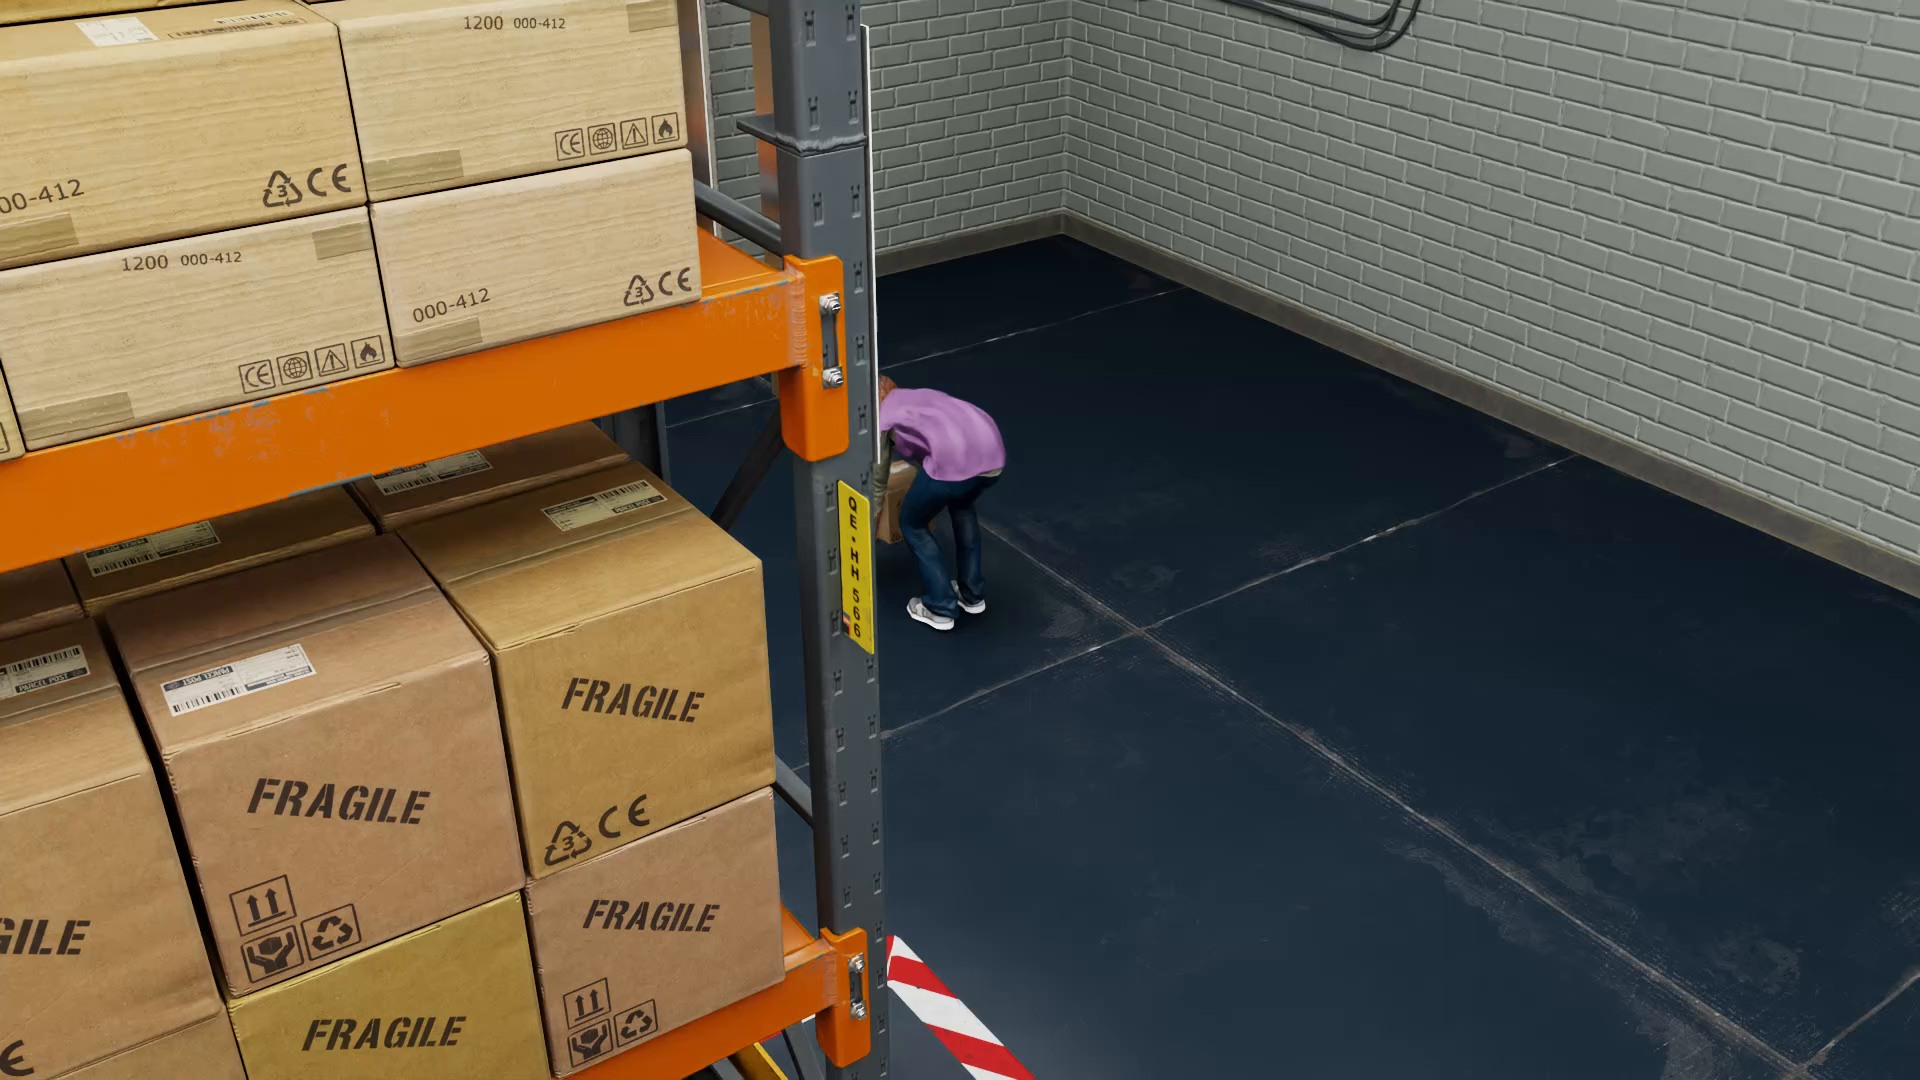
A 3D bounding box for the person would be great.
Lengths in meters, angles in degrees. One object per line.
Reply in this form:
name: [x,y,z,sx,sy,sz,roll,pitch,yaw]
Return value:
person: [-0.035,-0.363,6.792,0.477,1.592,0.345,-21,35,-33]
